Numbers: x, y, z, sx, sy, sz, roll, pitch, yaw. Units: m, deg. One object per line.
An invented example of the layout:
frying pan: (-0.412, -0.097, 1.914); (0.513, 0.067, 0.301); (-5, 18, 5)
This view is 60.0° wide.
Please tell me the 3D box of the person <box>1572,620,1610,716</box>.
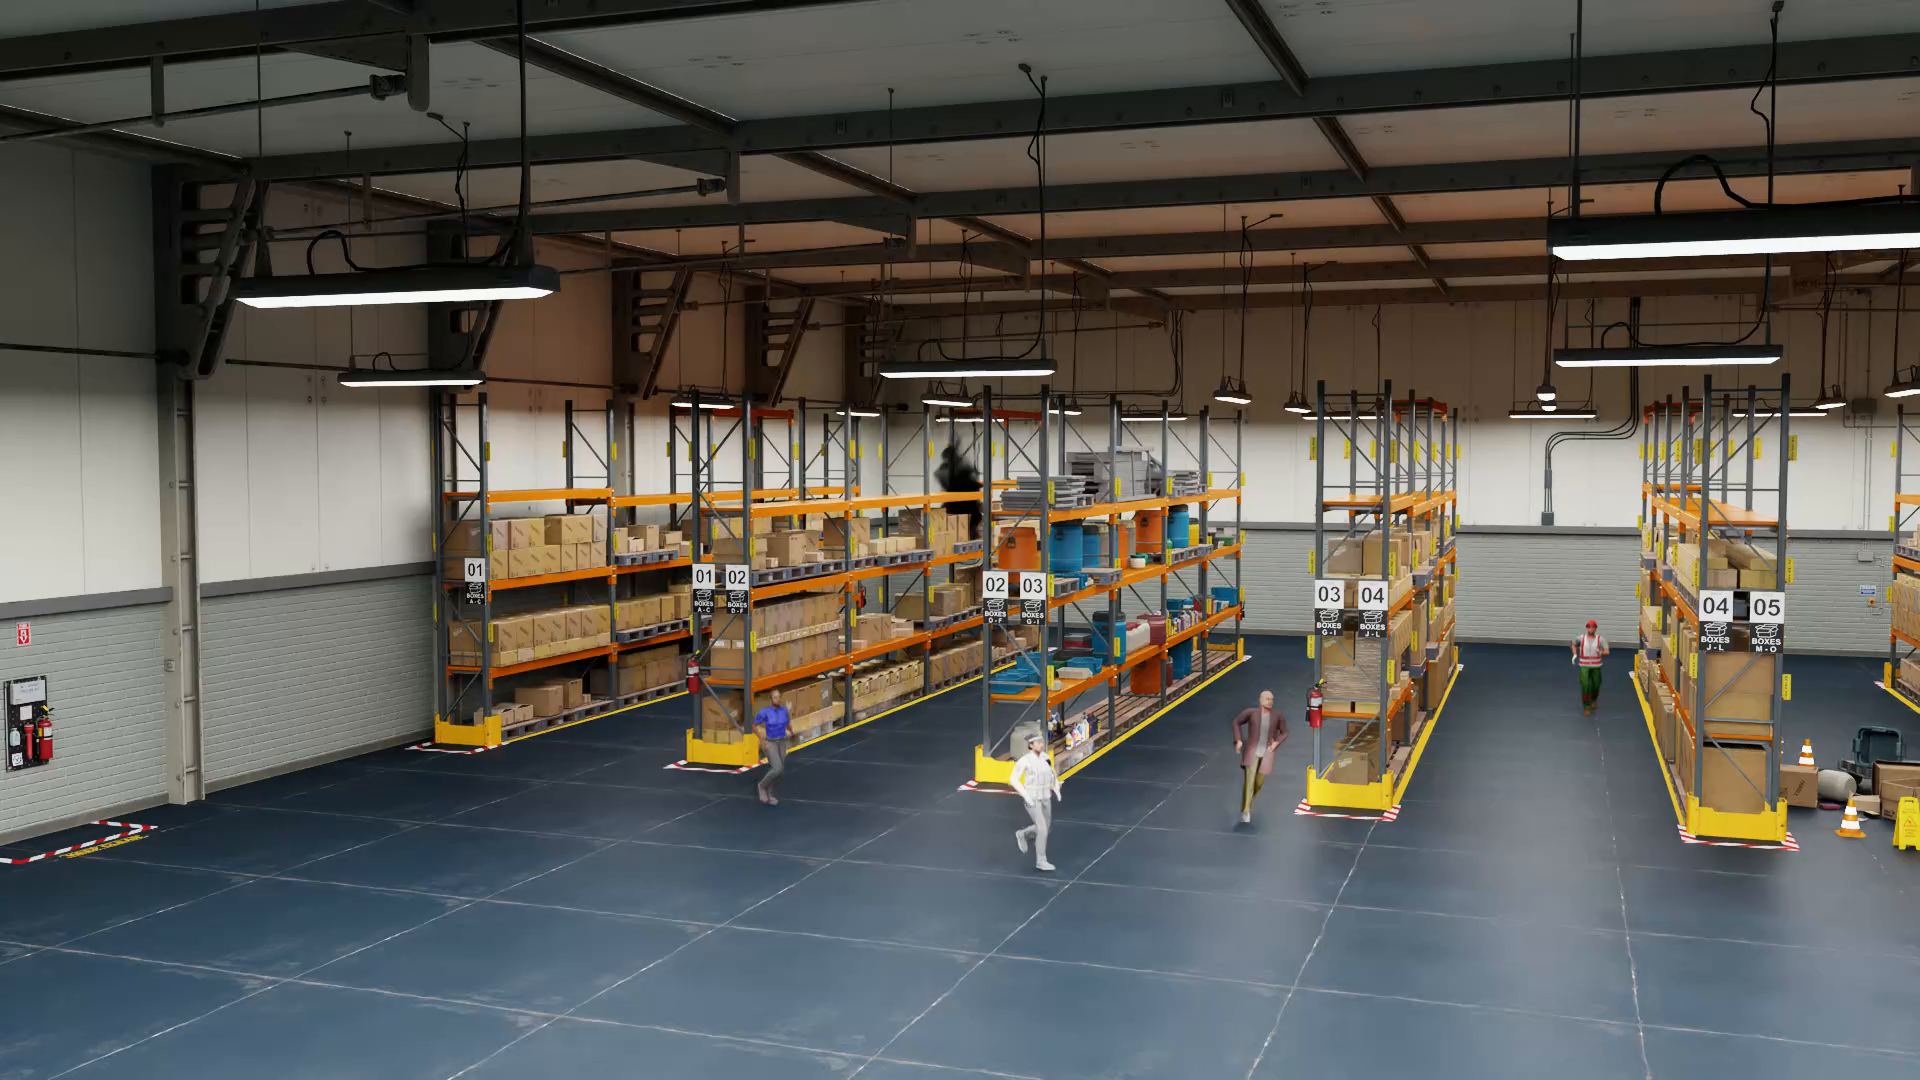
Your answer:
person: (11.950, 2.401, 31.511); (0.659, 1.770, 1.005); (1, 3, 18)

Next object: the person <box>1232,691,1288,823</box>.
person: (4.108, 2.926, 22.735); (0.754, 1.731, 0.935); (0, 3, 4)

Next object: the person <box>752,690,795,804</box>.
person: (-2.586, 2.933, 23.548); (0.560, 1.621, 0.582); (-3, 4, -41)

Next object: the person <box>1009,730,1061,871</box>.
person: (0.884, 3.102, 20.010); (0.655, 1.648, 0.738); (-3, 4, -40)
